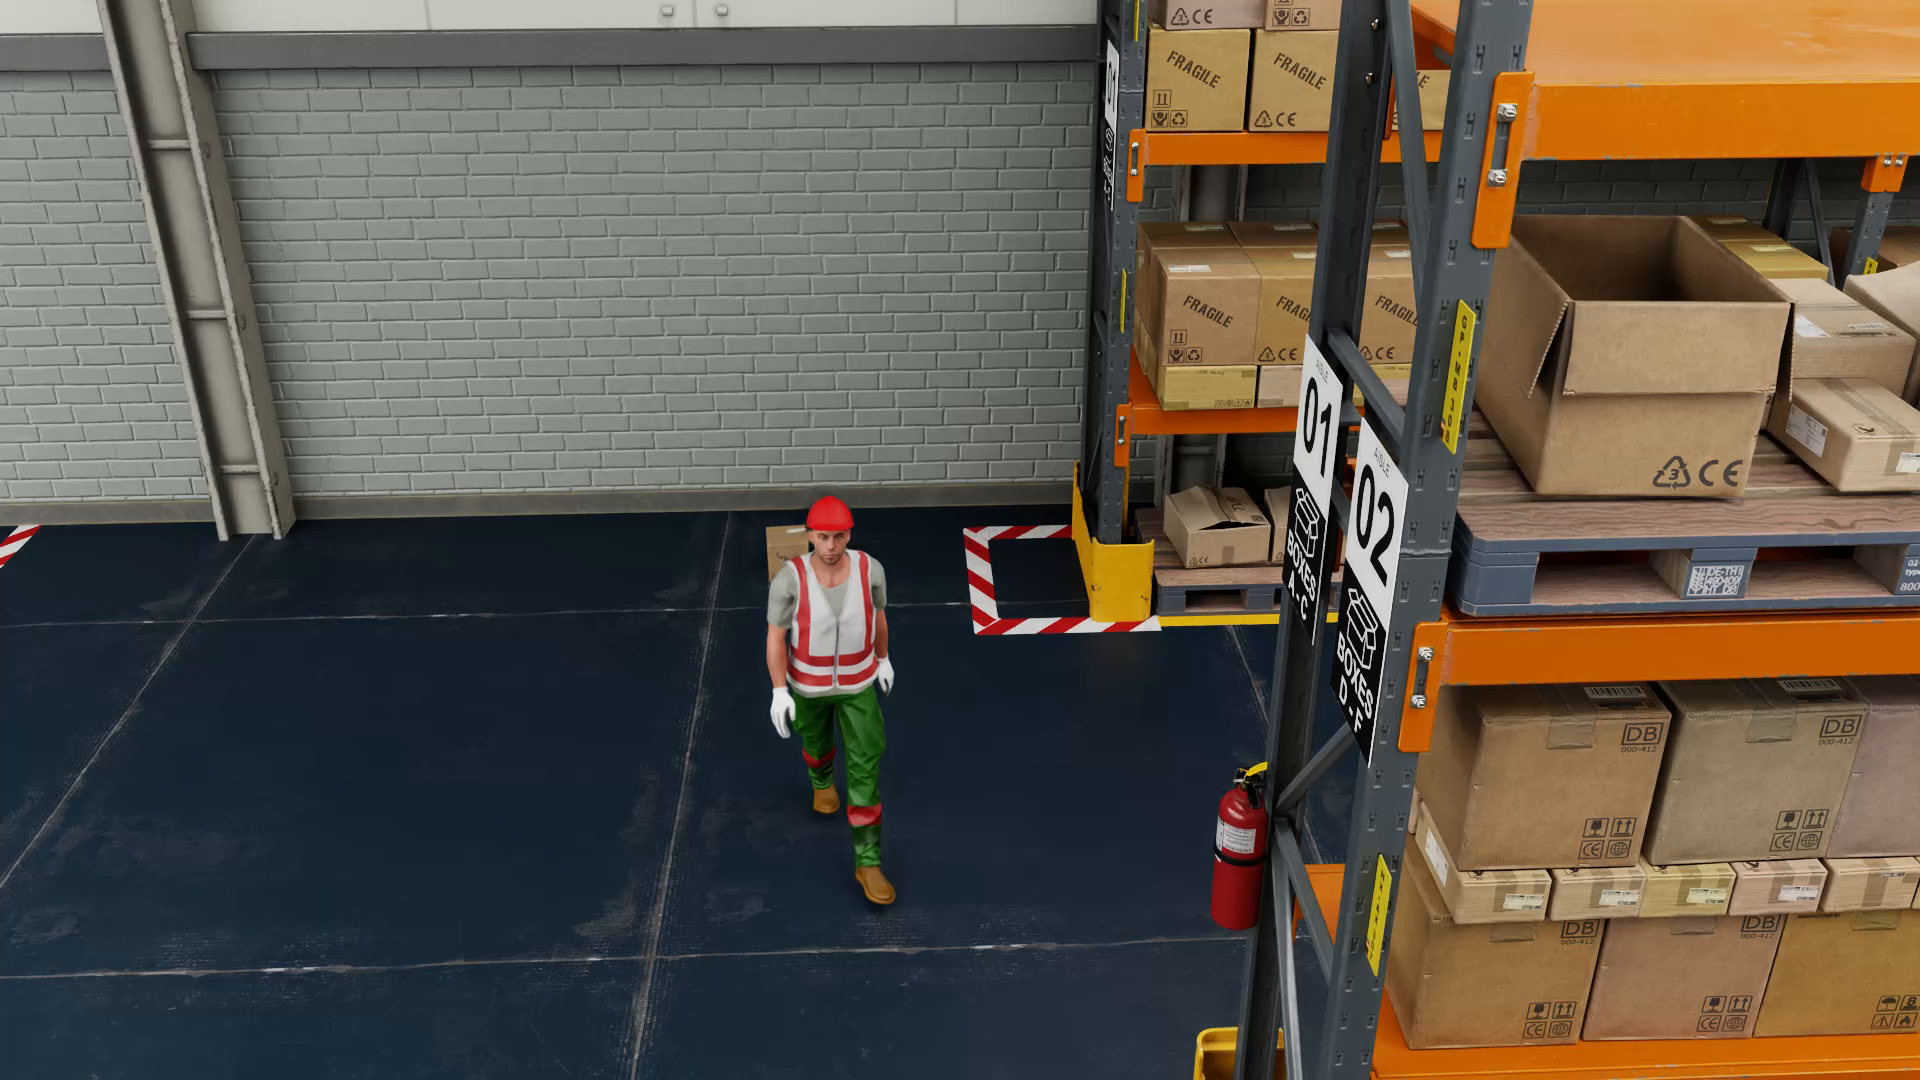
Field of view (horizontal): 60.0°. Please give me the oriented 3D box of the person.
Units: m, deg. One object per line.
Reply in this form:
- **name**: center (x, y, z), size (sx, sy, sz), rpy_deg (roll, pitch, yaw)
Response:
- **person**: center (-0.549, 0.649, 7.311), size (0.589, 1.734, 1.011), rpy_deg (-5, 28, -10)
